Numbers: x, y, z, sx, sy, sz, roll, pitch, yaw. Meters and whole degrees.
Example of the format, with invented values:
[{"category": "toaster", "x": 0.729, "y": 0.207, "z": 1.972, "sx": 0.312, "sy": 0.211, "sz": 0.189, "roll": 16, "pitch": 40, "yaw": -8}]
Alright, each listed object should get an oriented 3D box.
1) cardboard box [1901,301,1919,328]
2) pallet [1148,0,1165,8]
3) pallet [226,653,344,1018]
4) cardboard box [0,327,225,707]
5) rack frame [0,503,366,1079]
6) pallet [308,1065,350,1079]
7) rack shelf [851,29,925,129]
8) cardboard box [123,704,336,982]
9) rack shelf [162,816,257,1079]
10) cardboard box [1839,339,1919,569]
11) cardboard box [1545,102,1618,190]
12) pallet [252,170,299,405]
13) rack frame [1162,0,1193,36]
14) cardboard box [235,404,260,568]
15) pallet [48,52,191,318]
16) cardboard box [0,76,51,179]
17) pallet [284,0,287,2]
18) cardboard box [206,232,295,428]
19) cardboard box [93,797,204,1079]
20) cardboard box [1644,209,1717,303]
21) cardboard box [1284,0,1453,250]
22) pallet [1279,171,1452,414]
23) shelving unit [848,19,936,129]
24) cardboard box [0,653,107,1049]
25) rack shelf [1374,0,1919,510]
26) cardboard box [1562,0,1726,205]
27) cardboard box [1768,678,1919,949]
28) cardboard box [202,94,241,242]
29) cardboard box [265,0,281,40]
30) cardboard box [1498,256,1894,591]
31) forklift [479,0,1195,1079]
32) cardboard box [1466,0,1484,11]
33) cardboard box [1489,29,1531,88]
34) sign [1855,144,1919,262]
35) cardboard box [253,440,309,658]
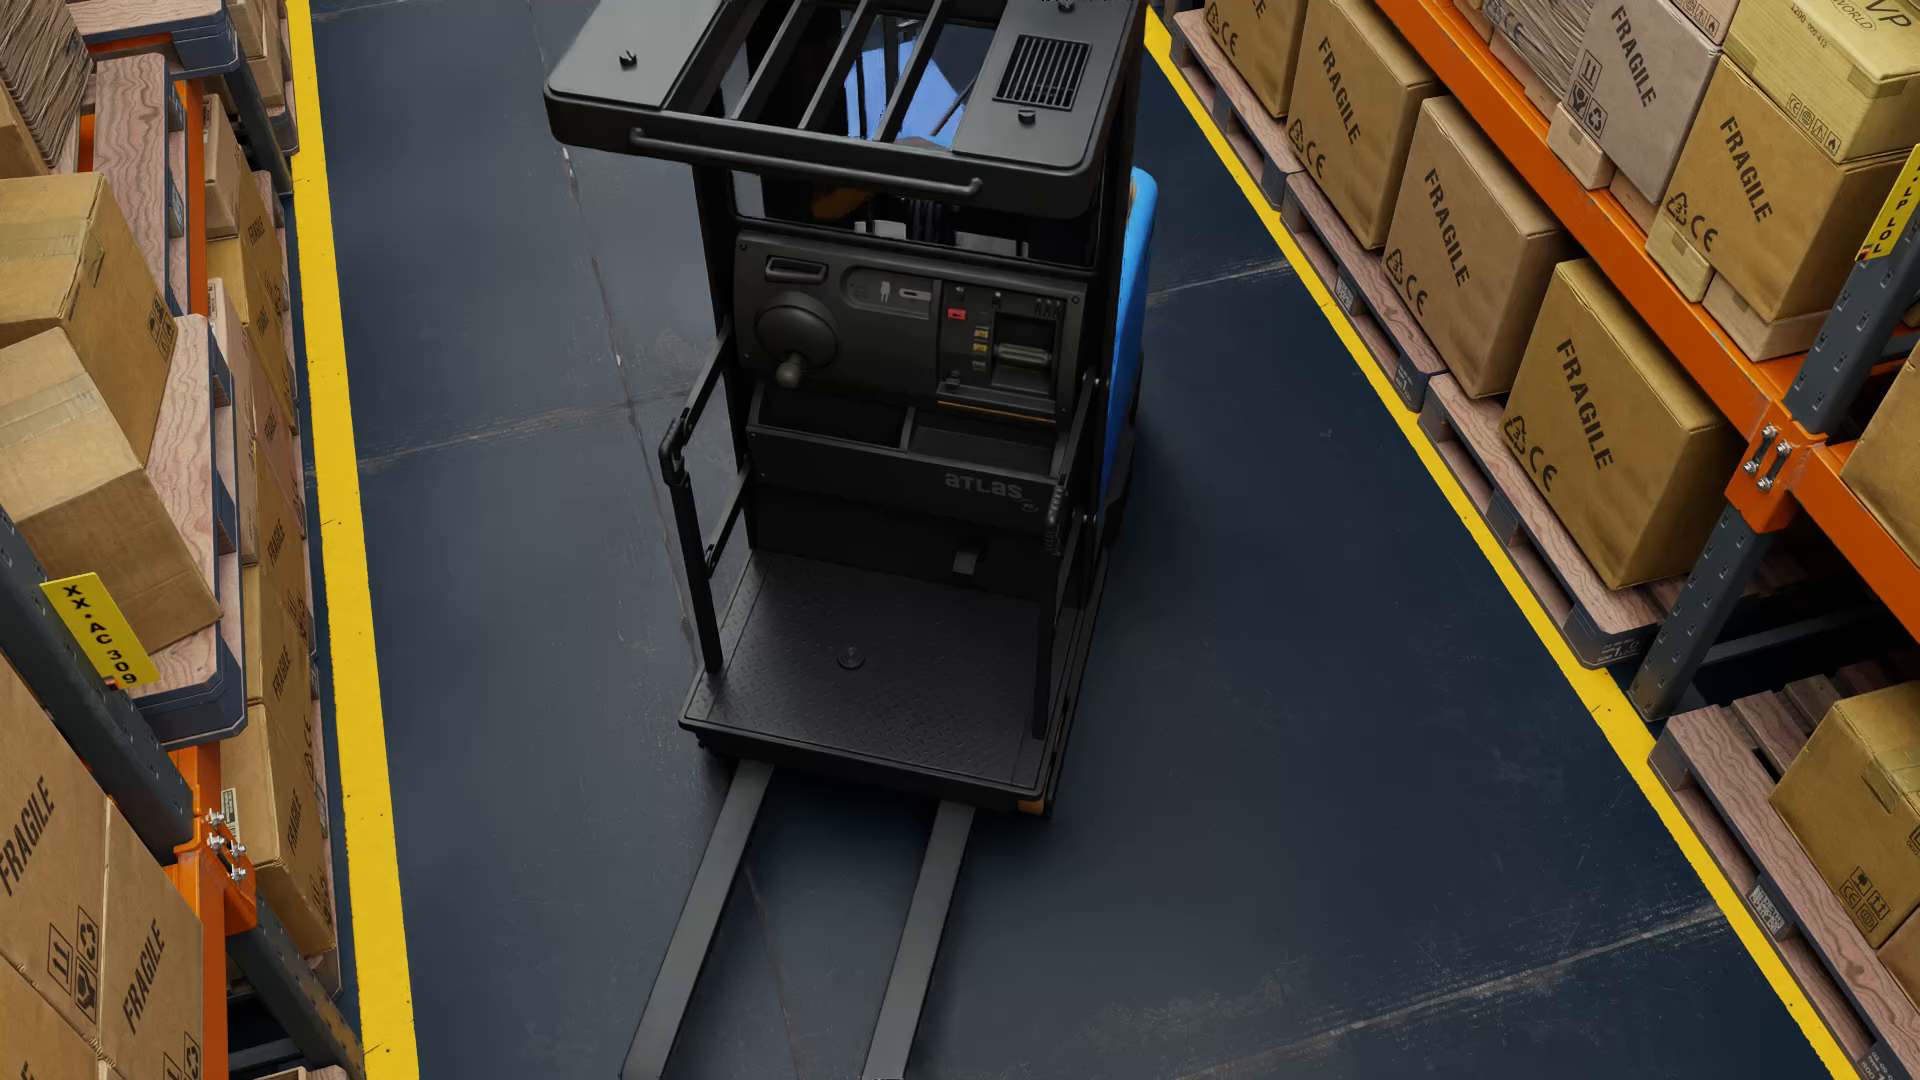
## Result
[{"category": "cardboard box", "x": 2.718, "y": -0.756, "z": 4.577, "sx": 0.380, "sy": 0.149, "sz": 0.250, "roll": -15, "pitch": 51, "yaw": -12}, {"category": "pallet", "x": 1.215, "y": -3.135, "z": 8.255, "sx": 1.003, "sy": 0.211, "sz": 1.213, "roll": -13, "pitch": 51, "yaw": -11}, {"category": "pallet", "x": -2.380, "y": 0.895, "z": 4.857, "sx": 1.003, "sy": 0.211, "sz": 1.213, "roll": -13, "pitch": 51, "yaw": -11}, {"category": "cardboard box", "x": -2.030, "y": 0.018, "z": 3.433, "sx": 0.700, "sy": 0.500, "sz": 0.500, "roll": -30, "pitch": 56, "yaw": -23}, {"category": "rack frame", "x": -2.103, "y": 0.582, "z": 3.298, "sx": 1.000, "sy": 3.000, "sz": 0.127, "roll": -13, "pitch": 51, "yaw": -11}, {"category": "pallet", "x": -1.901, "y": 1.982, "z": 3.941, "sx": 1.003, "sy": 0.211, "sz": 1.213, "roll": -13, "pitch": 51, "yaw": -11}, {"category": "rack shelf", "x": -0.127, "y": -1.541, "z": 6.303, "sx": 0.538, "sy": 0.185, "sz": 1.000, "roll": -25, "pitch": 54, "yaw": -20}, {"category": "cardboard box", "x": -2.014, "y": 0.837, "z": 4.429, "sx": 0.500, "sy": 0.500, "sz": 0.500, "roll": -15, "pitch": 52, "yaw": -13}, {"category": "rack shelf", "x": -1.512, "y": 2.274, "z": 2.341, "sx": 1.077, "sy": 0.370, "sz": 4.000, "roll": -13, "pitch": 51, "yaw": -11}, {"category": "cardboard box", "x": 2.772, "y": -0.238, "z": 3.792, "sx": 0.980, "sy": 0.700, "sz": 0.700, "roll": -13, "pitch": 51, "yaw": -10}, {"category": "cardboard box", "x": 1.992, "y": -1.207, "z": 4.957, "sx": 0.380, "sy": 0.149, "sz": 0.250, "roll": -13, "pitch": 51, "yaw": -11}, {"category": "pallet", "x": -3.102, "y": -0.887, "z": 6.360, "sx": 1.003, "sy": 0.211, "sz": 1.213, "roll": -13, "pitch": 51, "yaw": -11}, {"category": "rack frame", "x": 1.445, "y": -3.462, "z": 6.707, "sx": 1.000, "sy": 3.000, "sz": 0.127, "roll": -13, "pitch": 51, "yaw": -11}, {"category": "cardboard box", "x": -2.309, "y": -0.135, "z": 4.758, "sx": 0.500, "sy": 0.250, "sz": 0.500, "roll": -13, "pitch": 51, "yaw": -11}, {"category": "pallet", "x": -2.707, "y": -0.858, "z": 4.637, "sx": 1.003, "sy": 0.211, "sz": 1.213, "roll": -13, "pitch": 51, "yaw": -11}, {"category": "cardboard box", "x": -2.685, "y": -0.862, "z": 4.175, "sx": 0.700, "sy": 0.500, "sz": 0.500, "roll": -25, "pitch": 54, "yaw": -20}, {"category": "pallet", "x": -3.850, "y": -2.940, "z": 8.091, "sx": 1.003, "sy": 0.211, "sz": 1.213, "roll": -13, "pitch": 51, "yaw": -11}, {"category": "cardboard box", "x": -2.633, "y": -0.668, "z": 5.698, "sx": 0.500, "sy": 0.500, "sz": 0.500, "roll": -15, "pitch": 51, "yaw": -12}, {"category": "cardboard box", "x": -1.711, "y": 0.857, "z": 3.000, "sx": 0.500, "sy": 0.500, "sz": 0.500, "roll": -13, "pitch": 51, "yaw": -10}, {"category": "cardboard box", "x": 2.160, "y": -0.828, "z": 4.638, "sx": 0.380, "sy": 0.149, "sz": 0.250, "roll": -12, "pitch": 51, "yaw": -10}, {"category": "cardboard box", "x": 1.790, "y": -1.697, "z": 6.350, "sx": 0.750, "sy": 0.750, "sz": 0.750, "roll": -14, "pitch": 51, "yaw": -11}, {"category": "pallet", "x": 1.963, "y": -1.081, "z": 6.524, "sx": 1.003, "sy": 0.211, "sz": 1.213, "roll": -13, "pitch": 51, "yaw": -11}, {"category": "shelving unit", "x": -0.127, "y": -1.657, "z": 6.166, "sx": 0.538, "sy": 1.500, "sz": 1.048, "roll": -25, "pitch": 54, "yaw": -20}, {"category": "cardboard box", "x": -1.707, "y": 0.538, "z": 2.615, "sx": 0.500, "sy": 0.500, "sz": 0.500, "roll": -13, "pitch": 51, "yaw": -11}, {"category": "rack shelf", "x": 2.036, "y": -1.770, "z": 5.751, "sx": 1.077, "sy": 0.370, "sz": 4.000, "roll": -13, "pitch": 51, "yaw": -11}, {"category": "cardboard box", "x": 2.090, "y": -1.326, "z": 4.633, "sx": 0.500, "sy": 0.500, "sz": 0.500, "roll": -13, "pitch": 51, "yaw": -11}, {"category": "cardboard box", "x": 2.751, "y": 0.699, "z": 4.559, "sx": 0.700, "sy": 0.500, "sz": 0.500, "roll": -13, "pitch": 51, "yaw": -11}, {"category": "cardboard box", "x": -2.765, "y": -1.247, "z": 5.696, "sx": 0.500, "sy": 0.250, "sz": 0.500, "roll": -12, "pitch": 51, "yaw": -10}, {"category": "cardboard box", "x": -3.310, "y": -2.405, "z": 7.339, "sx": 0.500, "sy": 0.250, "sz": 0.500, "roll": -15, "pitch": 51, "yaw": -12}, {"category": "cardboard box", "x": 2.311, "y": -0.429, "z": 5.281, "sx": 0.750, "sy": 0.750, "sz": 0.750, "roll": -13, "pitch": 51, "yaw": -11}, {"category": "forklift", "x": -0.298, "y": -0.471, "z": 4.230, "sx": 1.130, "sy": 2.935, "sz": 3.031, "roll": 19, "pitch": 52, "yaw": 15}, {"category": "cardboard box", "x": 1.797, "y": -2.058, "z": 5.250, "sx": 0.500, "sy": 0.500, "sz": 0.500, "roll": -12, "pitch": 51, "yaw": -10}, {"category": "cardboard box", "x": 1.923, "y": -1.587, "z": 5.277, "sx": 0.380, "sy": 0.149, "sz": 0.250, "roll": -15, "pitch": 51, "yaw": -12}, {"category": "sign", "x": 2.112, "y": -0.759, "z": 3.722, "sx": 0.100, "sy": 0.325, "sz": 0.005, "roll": -13, "pitch": 51, "yaw": -11}, {"category": "cardboard box", "x": -2.323, "y": 0.084, "z": 5.065, "sx": 0.500, "sy": 0.500, "sz": 0.500, "roll": -13, "pitch": 51, "yaw": -11}]
